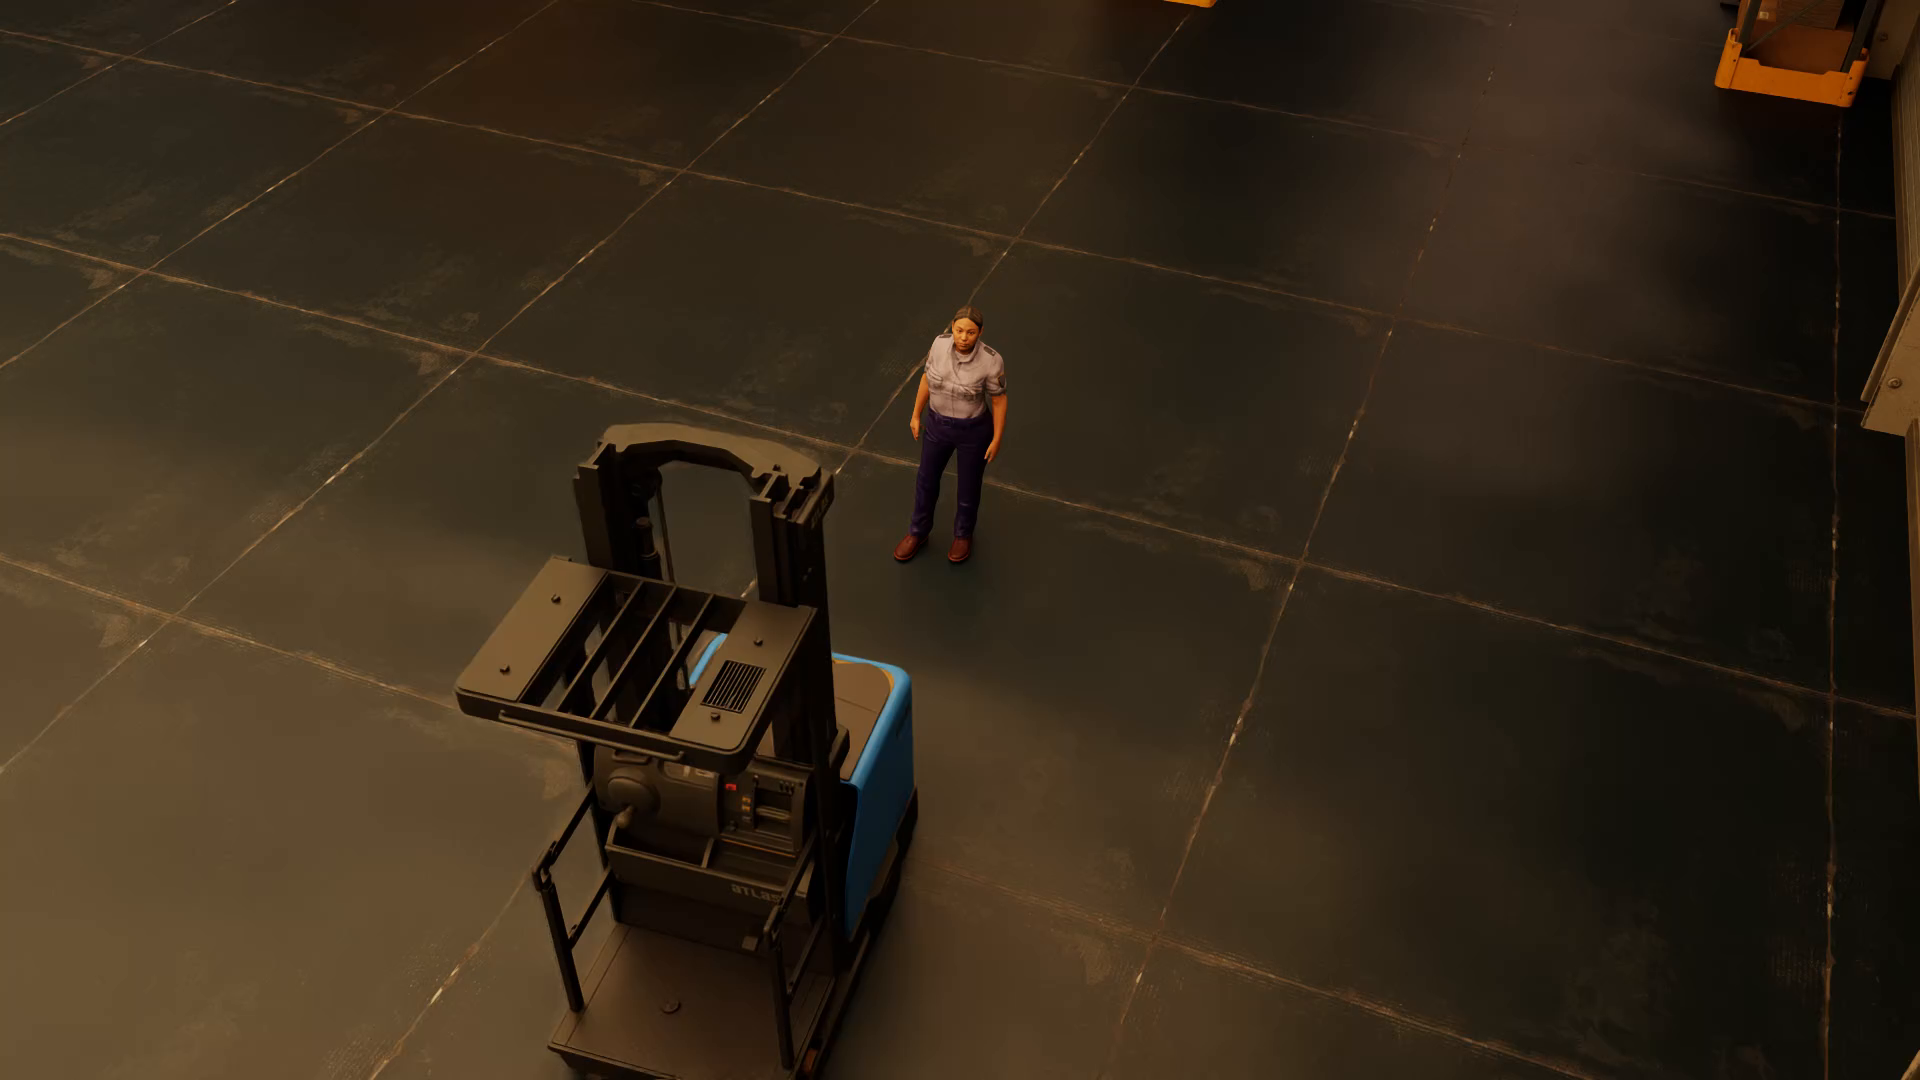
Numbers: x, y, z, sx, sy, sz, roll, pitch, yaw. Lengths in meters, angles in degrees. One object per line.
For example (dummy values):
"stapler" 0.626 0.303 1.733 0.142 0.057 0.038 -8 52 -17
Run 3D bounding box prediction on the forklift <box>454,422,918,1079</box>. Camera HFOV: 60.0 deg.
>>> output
"forklift" -1.127 1.126 6.661 1.130 2.935 3.031 11 41 13

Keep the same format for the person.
"person" -0.055 -0.591 9.699 0.598 1.651 0.503 15 42 17
